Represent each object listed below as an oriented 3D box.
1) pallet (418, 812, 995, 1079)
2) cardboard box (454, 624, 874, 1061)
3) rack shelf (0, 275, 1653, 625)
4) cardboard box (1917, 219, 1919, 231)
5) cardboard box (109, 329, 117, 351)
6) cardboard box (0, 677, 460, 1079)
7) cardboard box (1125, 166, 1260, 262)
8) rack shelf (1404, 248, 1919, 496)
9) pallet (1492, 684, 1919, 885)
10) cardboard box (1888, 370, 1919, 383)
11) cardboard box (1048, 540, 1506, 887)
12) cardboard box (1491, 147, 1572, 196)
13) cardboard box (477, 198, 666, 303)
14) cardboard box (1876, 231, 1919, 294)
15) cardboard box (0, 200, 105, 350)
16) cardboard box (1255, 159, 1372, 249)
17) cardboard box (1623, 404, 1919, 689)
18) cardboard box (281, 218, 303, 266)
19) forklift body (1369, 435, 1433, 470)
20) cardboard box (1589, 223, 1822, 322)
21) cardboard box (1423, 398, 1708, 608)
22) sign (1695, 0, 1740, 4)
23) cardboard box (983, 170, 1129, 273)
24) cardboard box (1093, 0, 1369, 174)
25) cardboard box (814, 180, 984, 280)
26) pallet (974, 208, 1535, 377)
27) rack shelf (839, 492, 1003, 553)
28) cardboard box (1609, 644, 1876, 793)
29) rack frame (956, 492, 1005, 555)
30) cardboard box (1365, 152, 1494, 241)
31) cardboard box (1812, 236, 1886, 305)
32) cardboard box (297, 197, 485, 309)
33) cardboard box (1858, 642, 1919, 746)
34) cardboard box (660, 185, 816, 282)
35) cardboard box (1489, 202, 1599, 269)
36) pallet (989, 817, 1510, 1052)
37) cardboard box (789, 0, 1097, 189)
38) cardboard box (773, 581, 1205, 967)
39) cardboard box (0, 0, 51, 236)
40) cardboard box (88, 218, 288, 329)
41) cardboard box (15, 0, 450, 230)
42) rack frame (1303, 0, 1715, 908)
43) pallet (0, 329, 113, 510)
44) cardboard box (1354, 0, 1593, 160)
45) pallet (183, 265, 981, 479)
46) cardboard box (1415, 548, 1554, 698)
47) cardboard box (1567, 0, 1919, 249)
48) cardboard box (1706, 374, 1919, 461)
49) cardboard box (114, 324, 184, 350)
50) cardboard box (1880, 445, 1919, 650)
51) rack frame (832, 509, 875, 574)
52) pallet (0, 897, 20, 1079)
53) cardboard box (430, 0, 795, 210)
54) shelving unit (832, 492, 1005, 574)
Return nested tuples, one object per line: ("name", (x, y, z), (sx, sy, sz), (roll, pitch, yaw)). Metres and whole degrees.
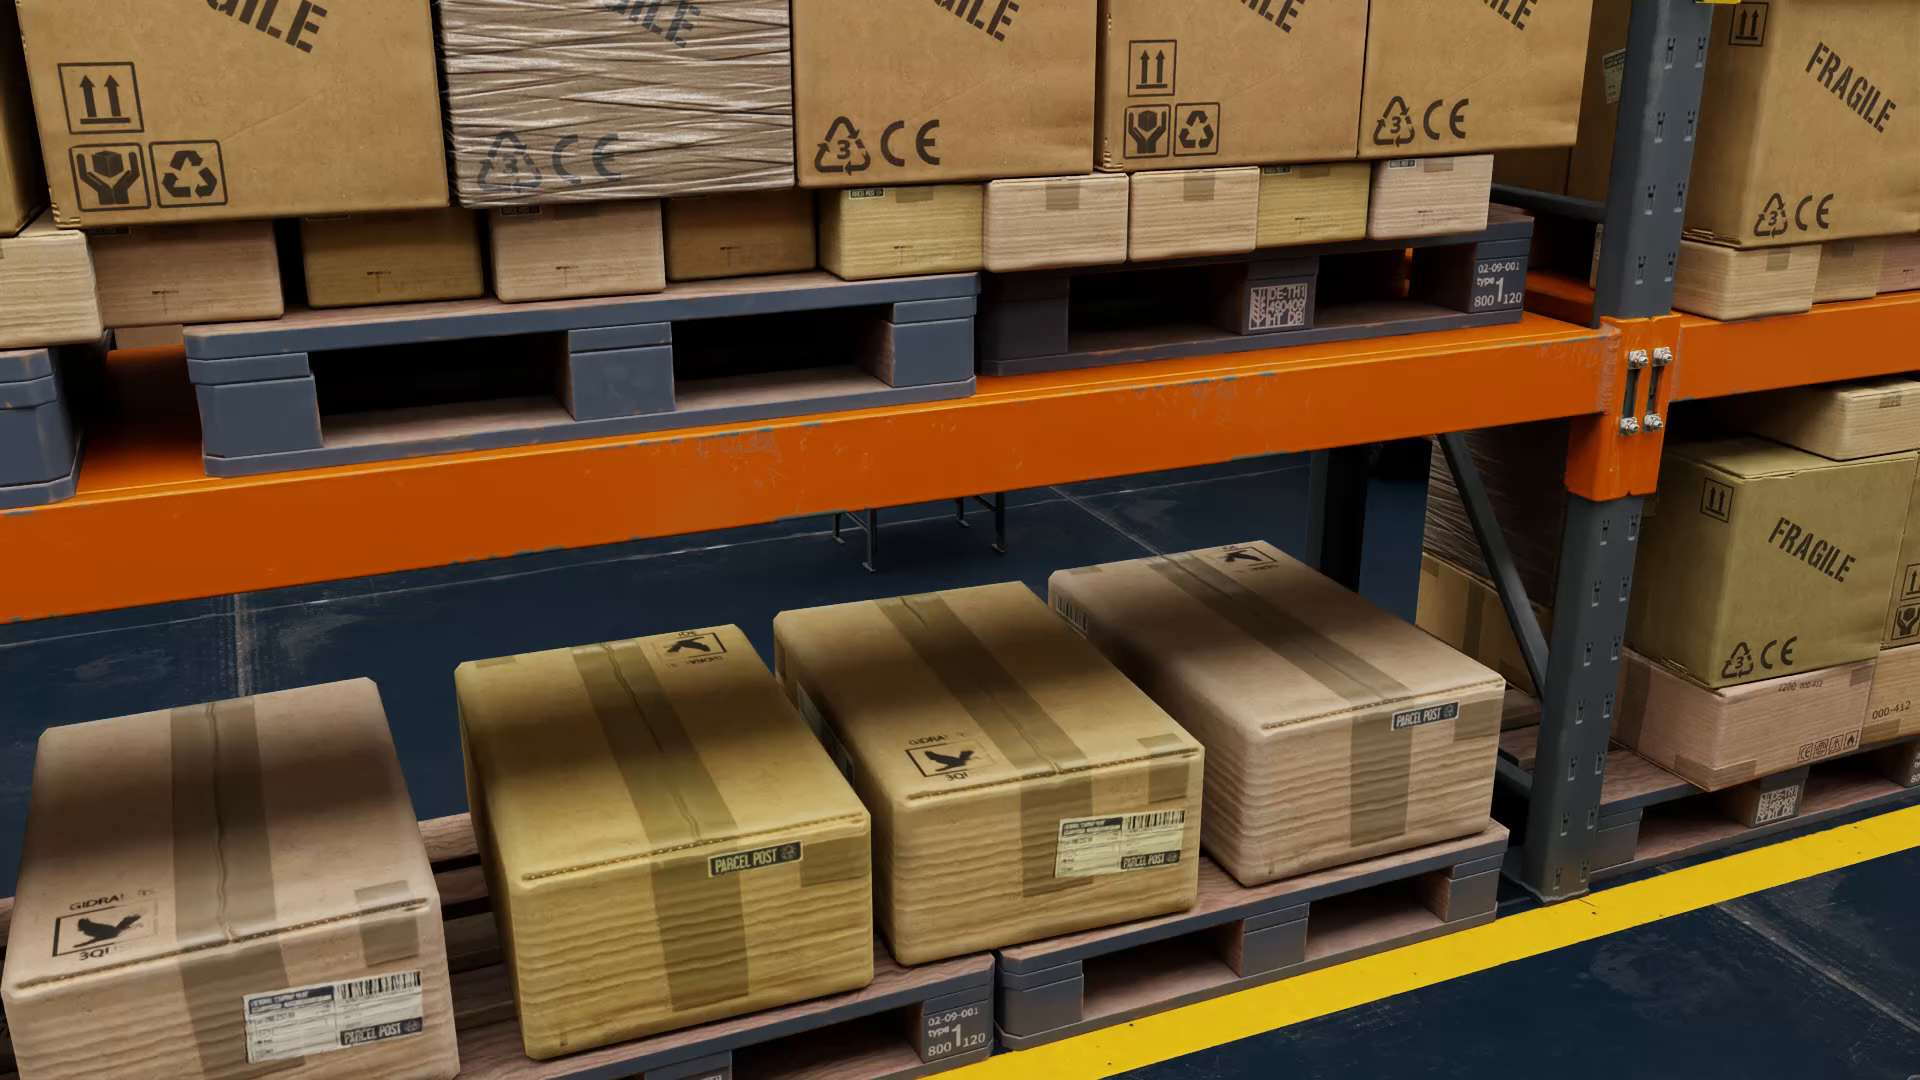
("pallet", (-0.676, 0.822, 3.369), (1.213, 0.211, 1.003), (-8, 21, -22))
("cardboard box", (-0.617, 0.541, 3.293), (0.625, 0.372, 0.950), (-7, 21, -20))
("rack shelf", (-0.676, -0.155, 3.029), (4.000, 0.370, 1.077), (-8, 21, -22))
("cardboard box", (2.127, -0.991, 3.722), (0.500, 0.500, 0.500), (-8, 21, -22))
("cardboard box", (-3.904, -0.900, 7.006), (0.625, 0.625, 0.875), (-7, 21, -20))
("cardboard box", (-1.315, 0.639, 3.014), (0.625, 0.372, 0.950), (-9, 21, -23))
("cardboard box", (0.326, -0.611, 2.987), (0.250, 0.149, 0.380), (-9, 21, -23))
("rack shelf", (2.997, -0.681, 4.524), (4.000, 0.370, 1.077), (-8, 21, -22))
("pallet", (1.763, 0.459, 4.402), (1.213, 0.211, 1.003), (-8, 21, -22))
("cardboard box", (2.419, -0.380, 3.987), (0.250, 0.149, 0.380), (-7, 21, -20))
("cardboard box", (0.680, 0.354, 3.826), (0.625, 0.372, 0.950), (-8, 21, -21))
("cardboard box", (1.470, -1.079, 3.972), (0.500, 0.500, 0.500), (-9, 21, -23))
("cardboard box", (-0.637, -0.495, 2.657), (0.250, 0.149, 0.380), (-7, 21, -20))
("cardboard box", (2.020, -0.676, 3.804), (0.250, 0.149, 0.380), (-8, 21, -22))
("cardboard box", (-1.337, -0.376, 2.319), (0.250, 0.149, 0.380), (-8, 21, -22))
("cardboard box", (0.548, -0.656, 3.114), (0.250, 0.149, 0.380), (-9, 21, -24))
("cardboard box", (1.809, -0.008, 3.906), (0.500, 0.500, 0.500), (-7, 21, -19))
("cardboard box", (-1.111, -0.596, 2.943), (0.250, 0.149, 0.380), (-8, 21, -22))
("forklift body", (1.845, -1.591, 7.302), (1.214, 2.155, 2.313), (-8, 21, -22))
("cardboard box", (1.577, -0.583, 3.539), (0.250, 0.149, 0.380), (-8, 21, -22))
("cardboard box", (1.598, -0.172, 4.373), (0.500, 0.500, 0.500), (-8, 21, -23))
("sign", (1.384, -1.135, 2.985), (0.005, 0.325, 0.100), (-8, 21, -22))
("cardboard box", (0.093, -0.577, 2.889), (0.250, 0.149, 0.380), (-8, 21, -21))
("cardboard box", (0.373, -0.947, 2.964), (0.500, 0.500, 0.500), (-8, 21, -22))
("cardboard box", (-0.145, -0.555, 2.829), (0.250, 0.149, 0.380), (-8, 21, -22))
("pallet", (0.401, -0.611, 3.529), (1.213, 0.211, 1.003), (-8, 21, -22))
("rack shelf", (-0.152, -0.295, 5.848), (0.480, 0.518, 0.431), (-8, 21, -22))
("cardboard box", (1.809, 0.346, 4.031), (0.500, 0.250, 0.500), (-9, 21, -24))
("rack frame", (0.072, -1.001, 5.703), (0.015, 2.100, 0.400), (-8, 21, -22))
("cardboard box", (0.798, -0.685, 3.198), (0.250, 0.149, 0.380), (-8, 21, -21))
("cardboard box", (1.788, -0.632, 3.678), (0.250, 0.149, 0.380), (-8, 21, -20))
("cardboard box", (-0.903, -0.480, 2.616), (0.250, 0.149, 0.380), (-7, 21, -20))
("cardboard box", (2.295, 0.272, 4.240), (0.500, 0.250, 0.500), (-7, 21, -19))
("cardboard box", (-0.428, -0.552, 2.820), (0.250, 0.149, 0.380), (-9, 21, -24))
("cardboard box", (1.335, -0.774, 4.083), (0.250, 0.149, 0.380), (-8, 21, -22))
("pallet", (0.446, 0.661, 3.828), (1.213, 0.211, 1.003), (-8, 21, -22))
("cardboard box", (-0.104, -0.881, 2.776), (0.500, 0.500, 0.500), (-7, 21, -20))
("cardboard box", (0.021, 0.449, 3.554), (0.625, 0.372, 0.950), (-7, 21, -19))
("cardboard box", (-1.532, -0.676, 2.195), (0.500, 0.500, 0.500), (-7, 21, -19))
("cardboard box", (-1.147, -0.431, 2.476), (0.250, 0.149, 0.380), (-7, 21, -19))
("cardboard box", (-1.047, -0.748, 2.400), (0.500, 0.500, 0.500), (-8, 21, -21))
("rack frame", (1.161, -0.758, 3.657), (0.127, 3.000, 1.000), (-8, 21, -22))
("pallet", (-1.900, -0.267, 2.553), (1.003, 0.211, 1.213), (-8, 21, -22))
("cardboard box", (0.827, -1.012, 3.150), (0.500, 0.500, 0.500), (-9, 21, -23))
("pallet", (-0.711, -0.414, 2.969), (1.213, 0.211, 1.003), (-8, 21, -22))
("cardboard box", (1.597, 0.182, 4.498), (0.500, 0.250, 0.500), (-7, 21, -19))
("cardboard box", (1.675, -0.918, 3.514), (0.500, 0.500, 0.500), (-8, 21, -22))
("cardboard box", (1.948, -0.312, 3.793), (0.250, 0.149, 0.380), (-8, 21, -21))
("cardboard box", (-3.307, -0.989, 7.257), (0.625, 0.625, 0.875), (-7, 21, -20))
("cardboard box", (2.296, -0.082, 4.116), (0.500, 0.500, 0.500), (-7, 21, -20))
("rack frame", (-0.376, -0.937, 5.520), (0.015, 2.100, 0.400), (-8, 21, -22))
("pallet", (-1.794, 0.982, 2.916), (1.213, 0.211, 1.003), (-8, 21, -22))
("cardboard box", (-0.584, -0.812, 2.580), (0.500, 0.500, 0.500), (-9, 21, -24))
("shelving unit", (-0.152, -0.969, 5.611), (0.503, 2.100, 0.431), (-8, 21, -22))
